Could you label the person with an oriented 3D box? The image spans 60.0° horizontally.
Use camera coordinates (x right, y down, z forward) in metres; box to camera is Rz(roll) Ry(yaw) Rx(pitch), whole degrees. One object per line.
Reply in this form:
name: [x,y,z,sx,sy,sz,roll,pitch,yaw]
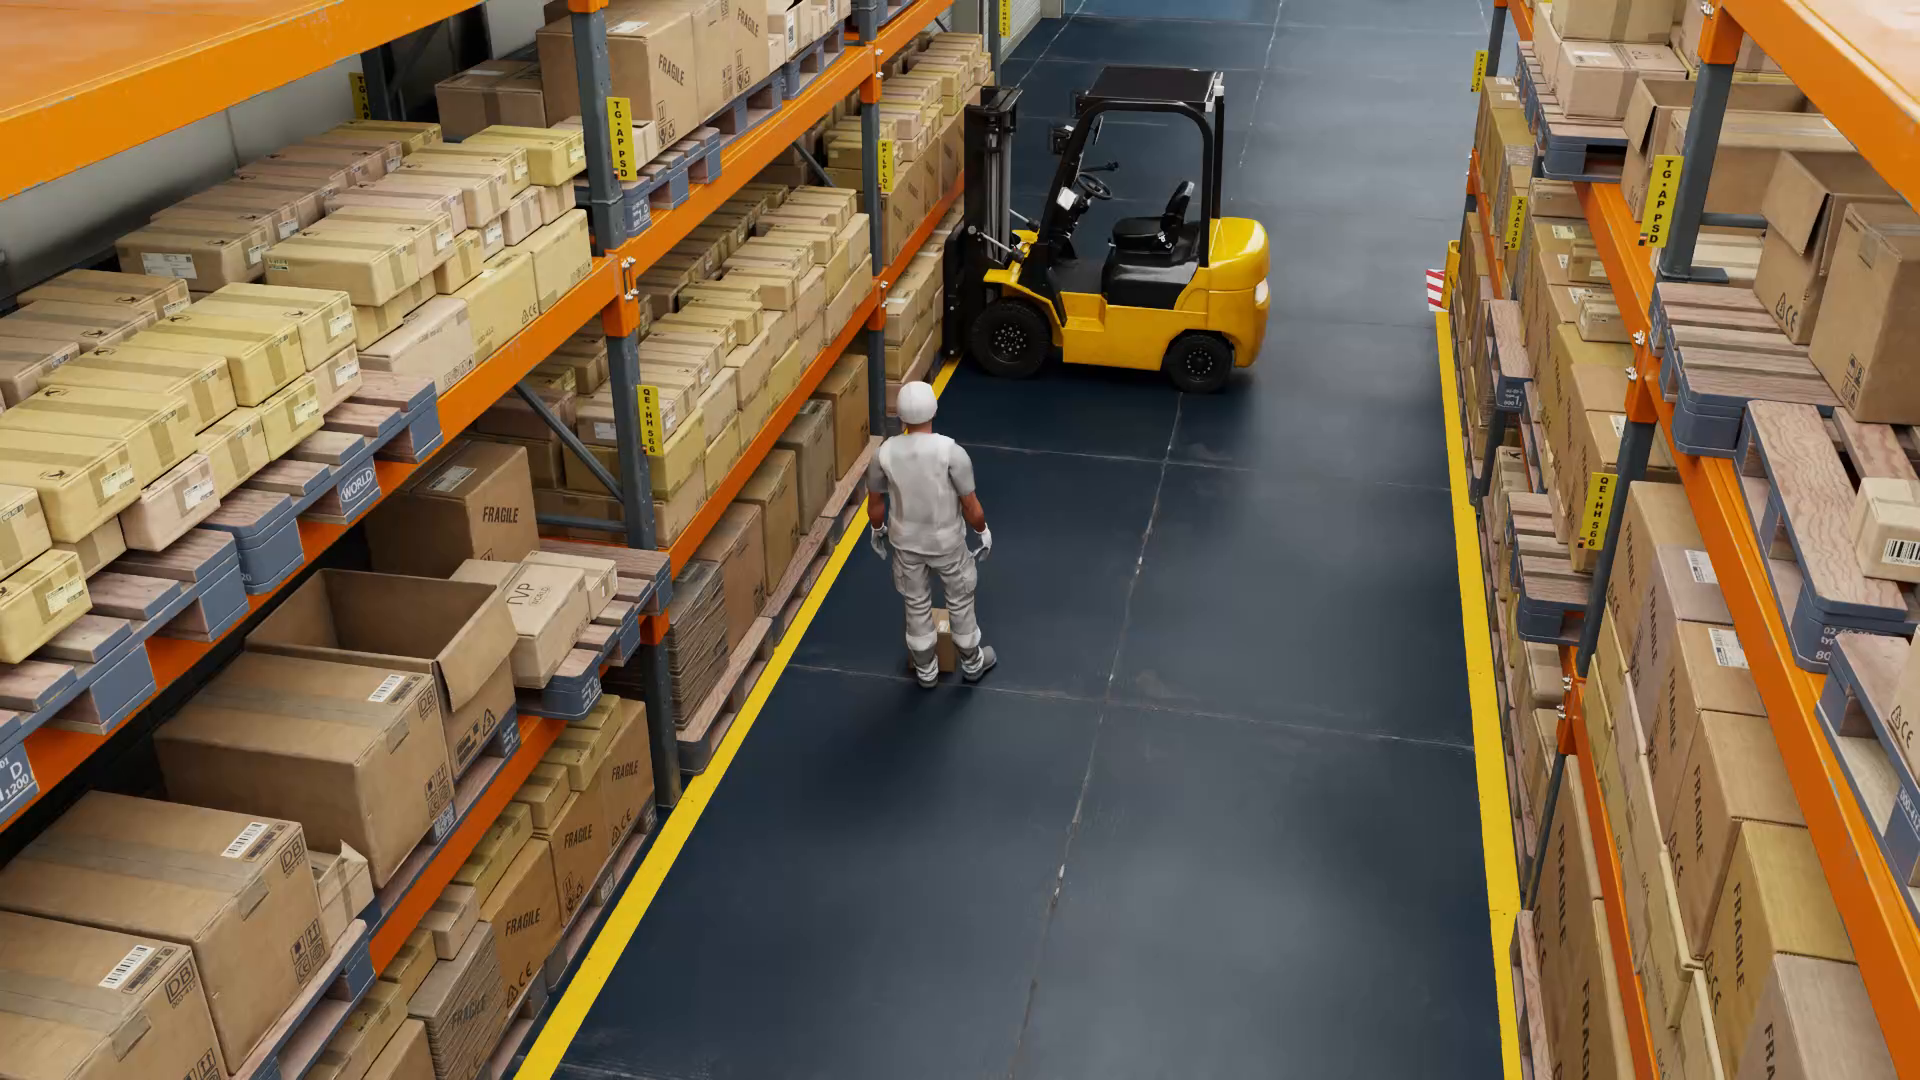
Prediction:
person: [-0.140,-0.041,8.653,0.637,1.788,0.564,6,29,11]
